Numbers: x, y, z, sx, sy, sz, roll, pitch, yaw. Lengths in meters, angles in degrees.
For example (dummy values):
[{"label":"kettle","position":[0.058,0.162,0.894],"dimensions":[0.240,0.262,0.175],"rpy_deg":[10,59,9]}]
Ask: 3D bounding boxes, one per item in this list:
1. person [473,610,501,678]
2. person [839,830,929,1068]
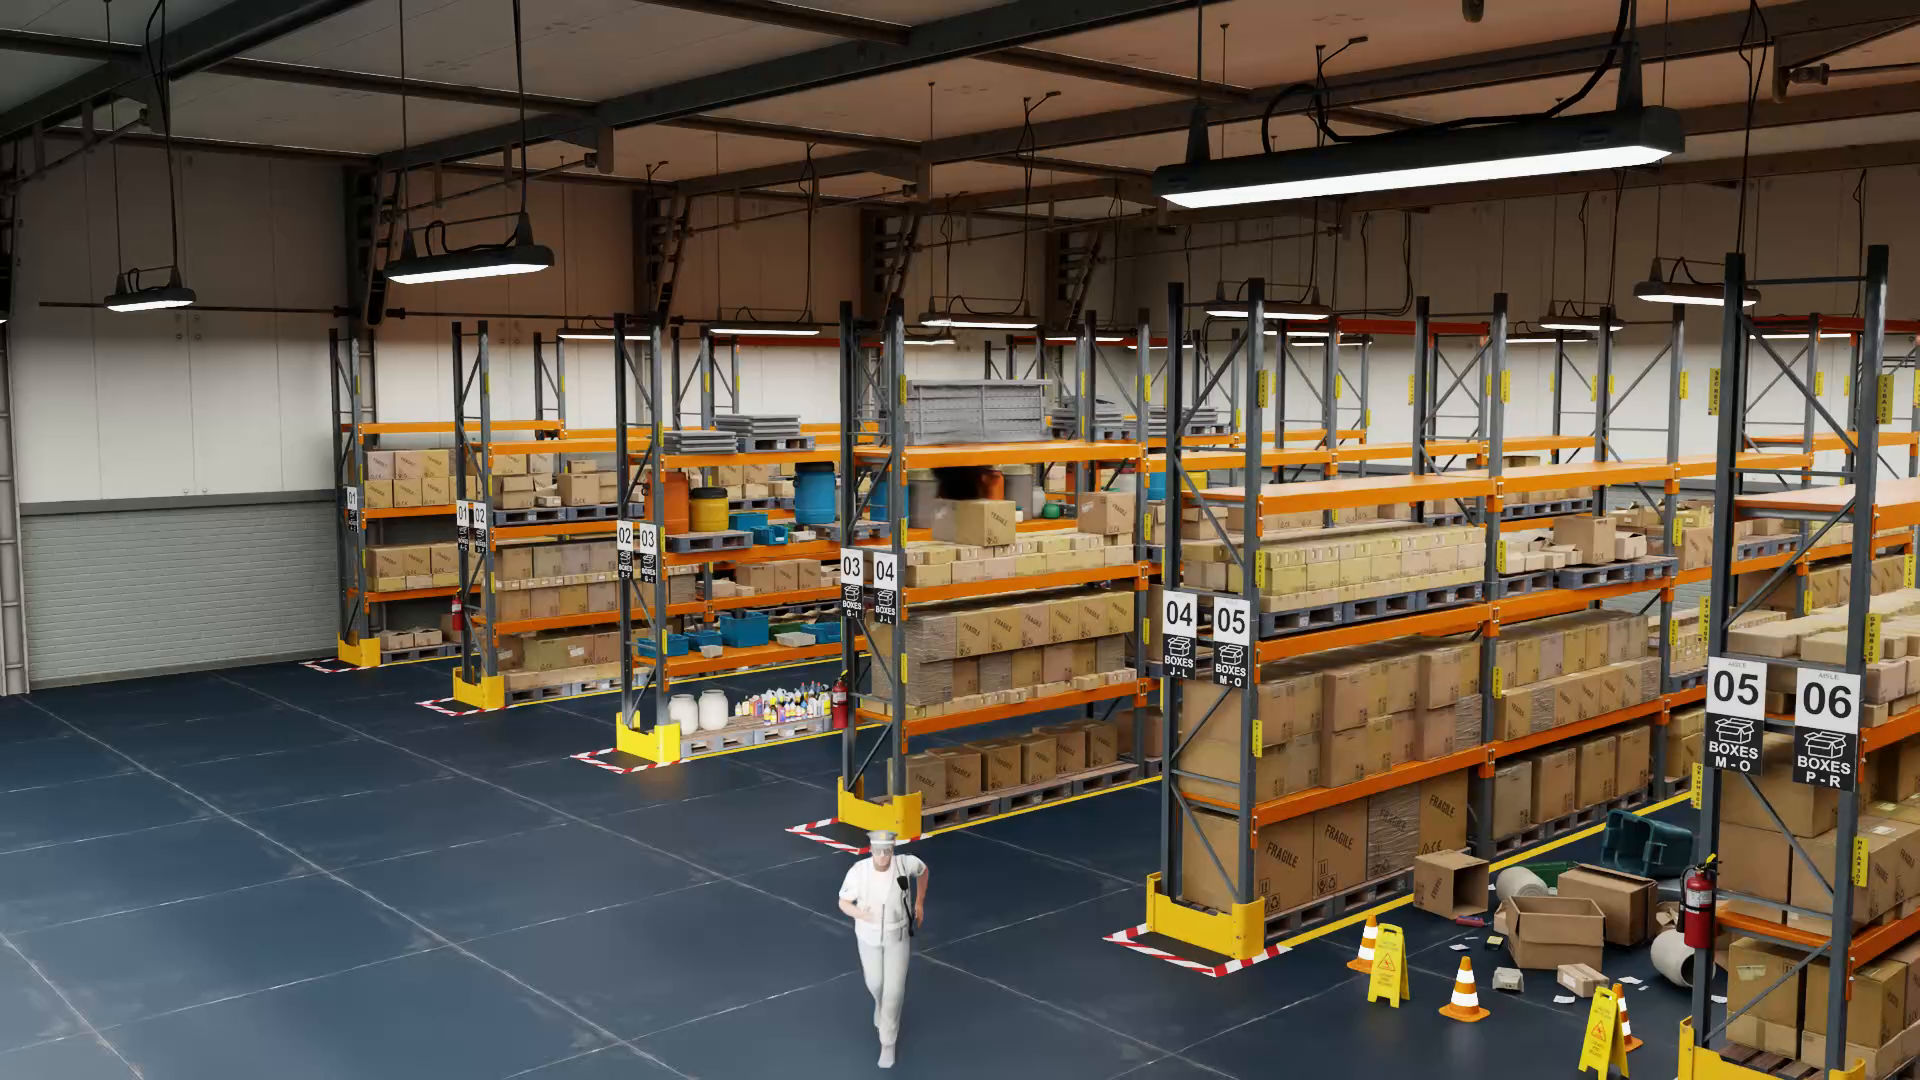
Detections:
[{"label":"person","position":[-8.050,1.479,28.671],"dimensions":[0.677,1.747,0.905],"rpy_deg":[4,7,32]},{"label":"person","position":[-0.580,3.063,12.774],"dimensions":[0.677,1.833,0.952],"rpy_deg":[0,6,0]}]
